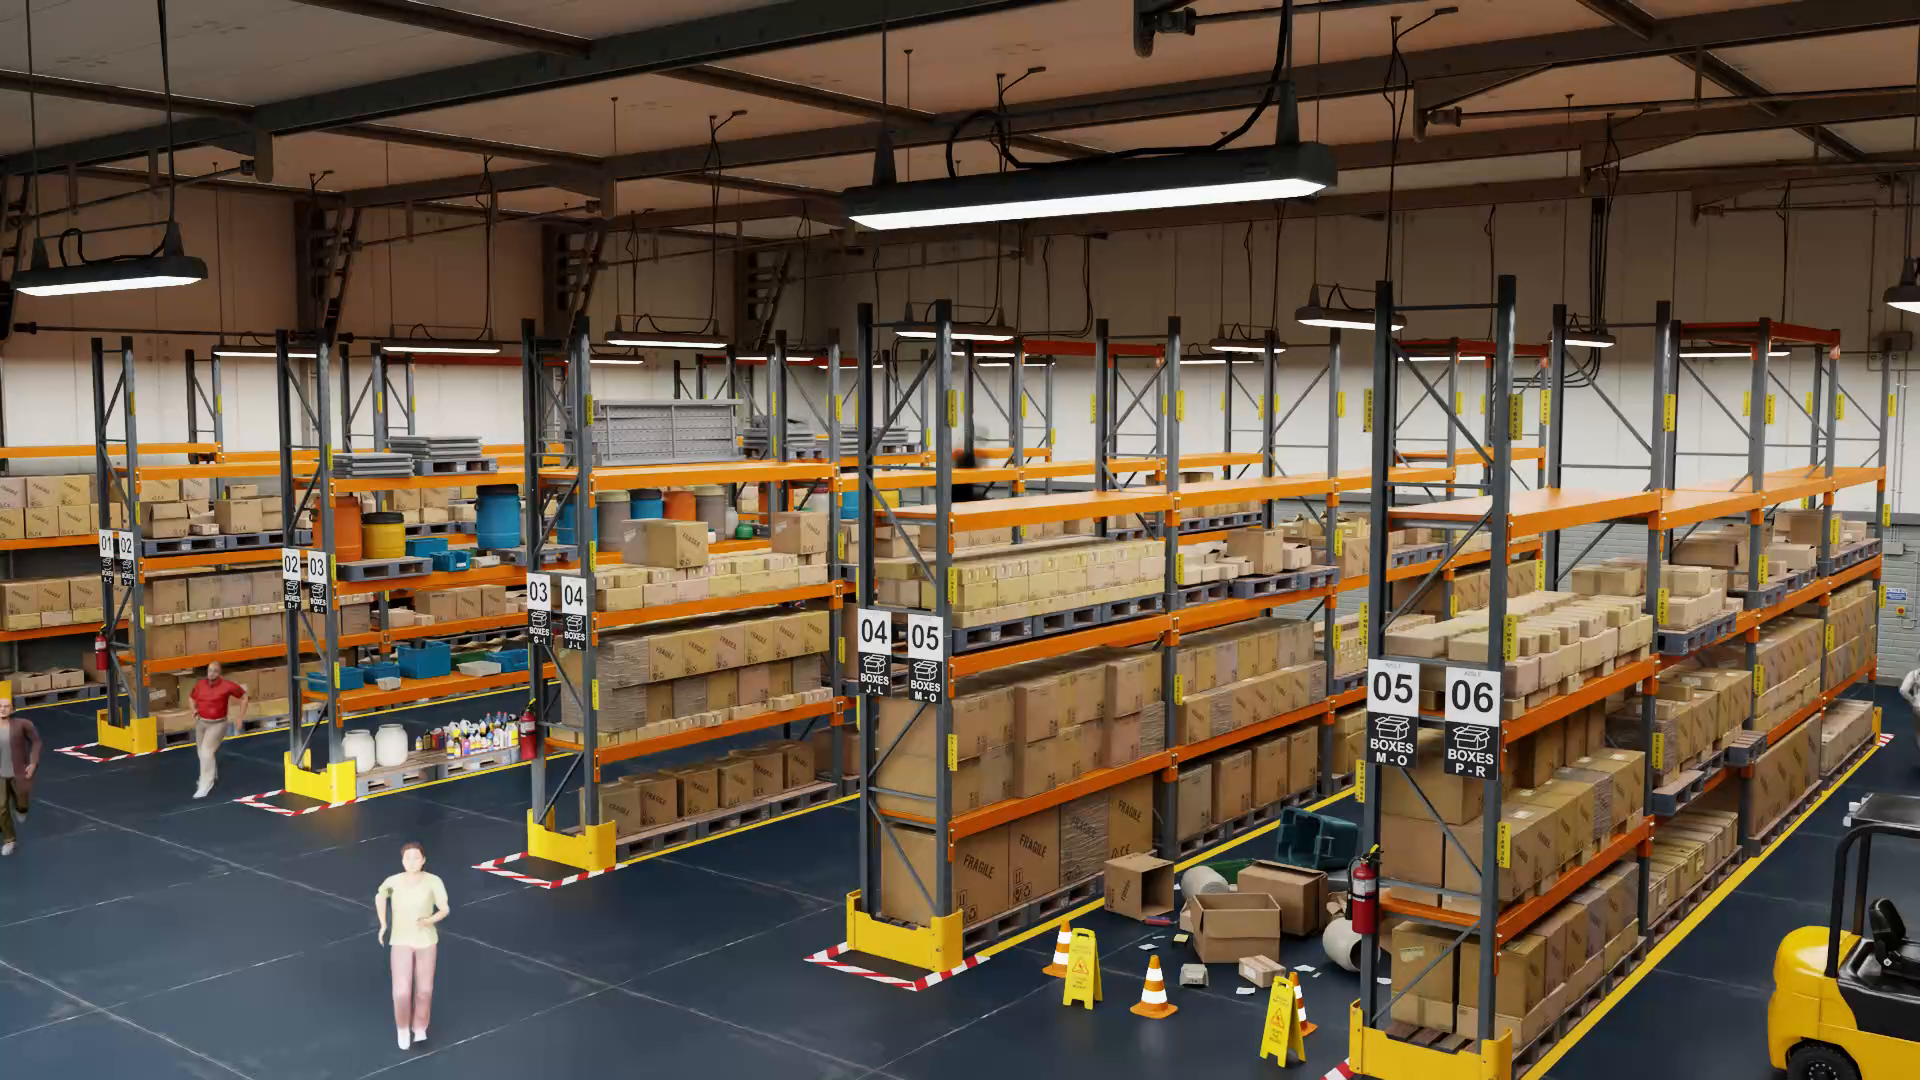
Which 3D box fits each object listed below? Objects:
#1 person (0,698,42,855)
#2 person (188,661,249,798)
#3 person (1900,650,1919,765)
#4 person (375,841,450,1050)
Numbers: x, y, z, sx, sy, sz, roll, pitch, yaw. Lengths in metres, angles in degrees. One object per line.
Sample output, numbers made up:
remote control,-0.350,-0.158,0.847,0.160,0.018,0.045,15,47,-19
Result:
person,-10.906,2.666,19.028,0.722,1.734,0.806,-3,6,-31
person,-9.672,2.491,21.612,0.747,1.699,0.693,1,5,10
person,13.330,2.336,22.968,0.632,1.666,0.683,3,6,30
person,-0.148,2.817,17.543,11.169,1.666,6.675,-2,5,-17
